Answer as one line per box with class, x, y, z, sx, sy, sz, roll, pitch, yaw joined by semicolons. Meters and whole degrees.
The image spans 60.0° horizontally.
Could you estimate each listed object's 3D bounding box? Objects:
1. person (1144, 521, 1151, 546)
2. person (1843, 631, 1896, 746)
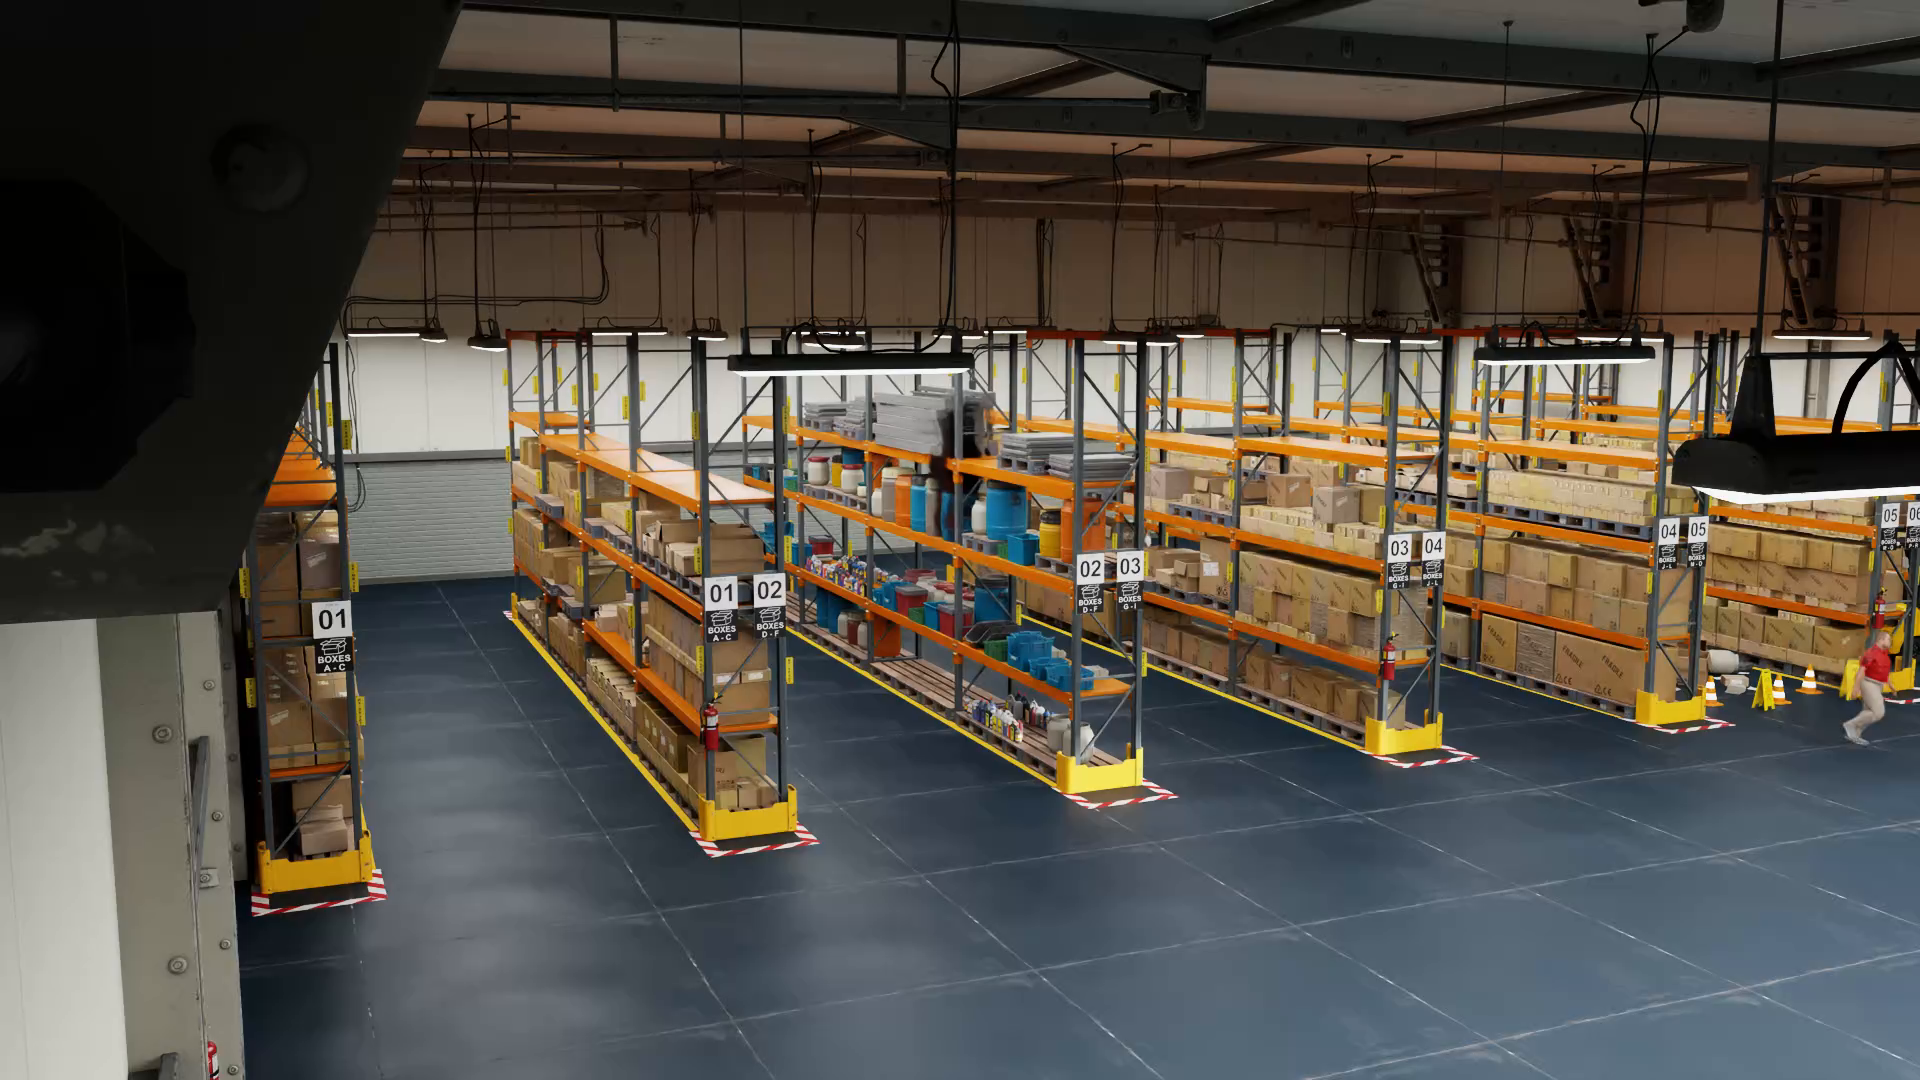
person;4.013;0.471;36.696;0.633;1.825;0.831;-3;8;-21
person;13.401;2.179;24.469;0.586;1.708;0.665;7;11;43
